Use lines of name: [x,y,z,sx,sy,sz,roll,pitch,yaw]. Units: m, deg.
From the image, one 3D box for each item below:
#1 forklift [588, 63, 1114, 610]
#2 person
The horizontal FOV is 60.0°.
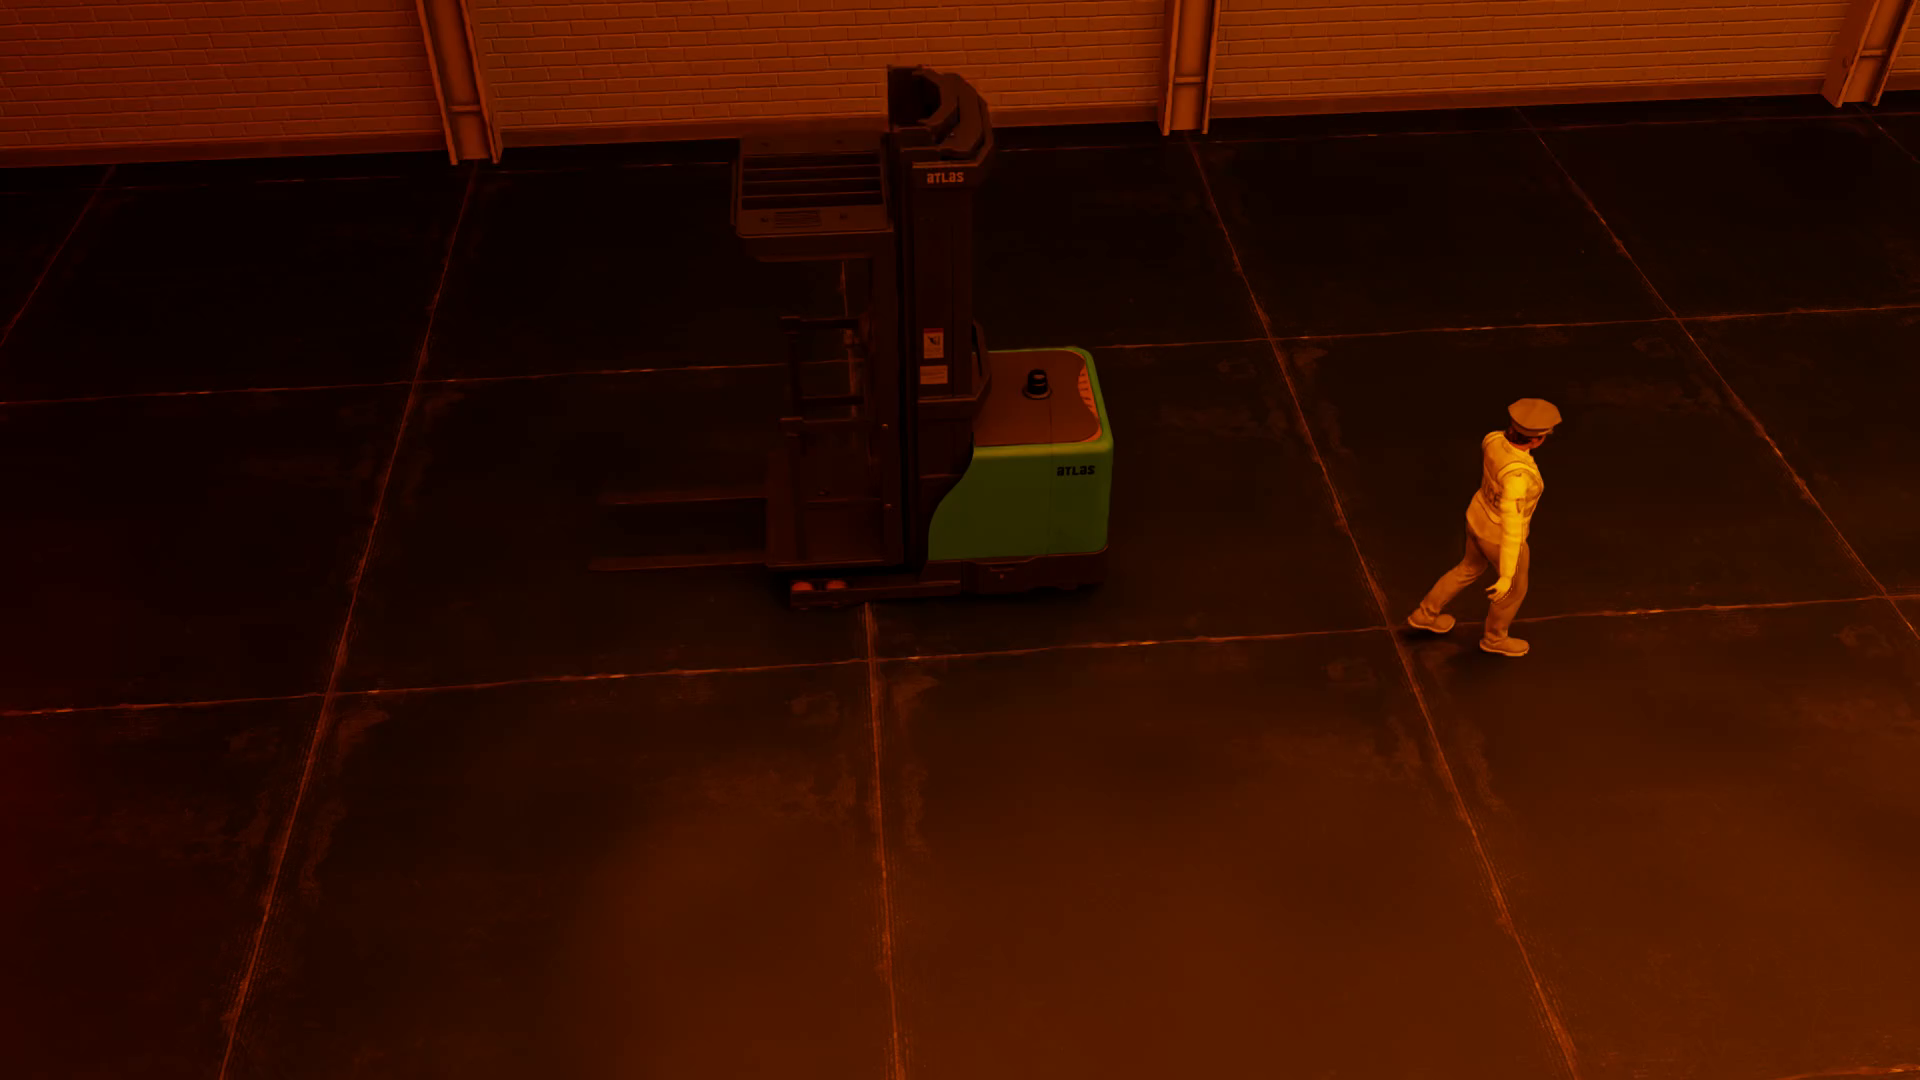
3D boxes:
forklift: [-0.676,-1.066,9.184,3.031,2.935,1.130,-3,41,-3]
person: [2.927,-0.035,8.979,0.697,1.650,0.855,-6,41,-7]
